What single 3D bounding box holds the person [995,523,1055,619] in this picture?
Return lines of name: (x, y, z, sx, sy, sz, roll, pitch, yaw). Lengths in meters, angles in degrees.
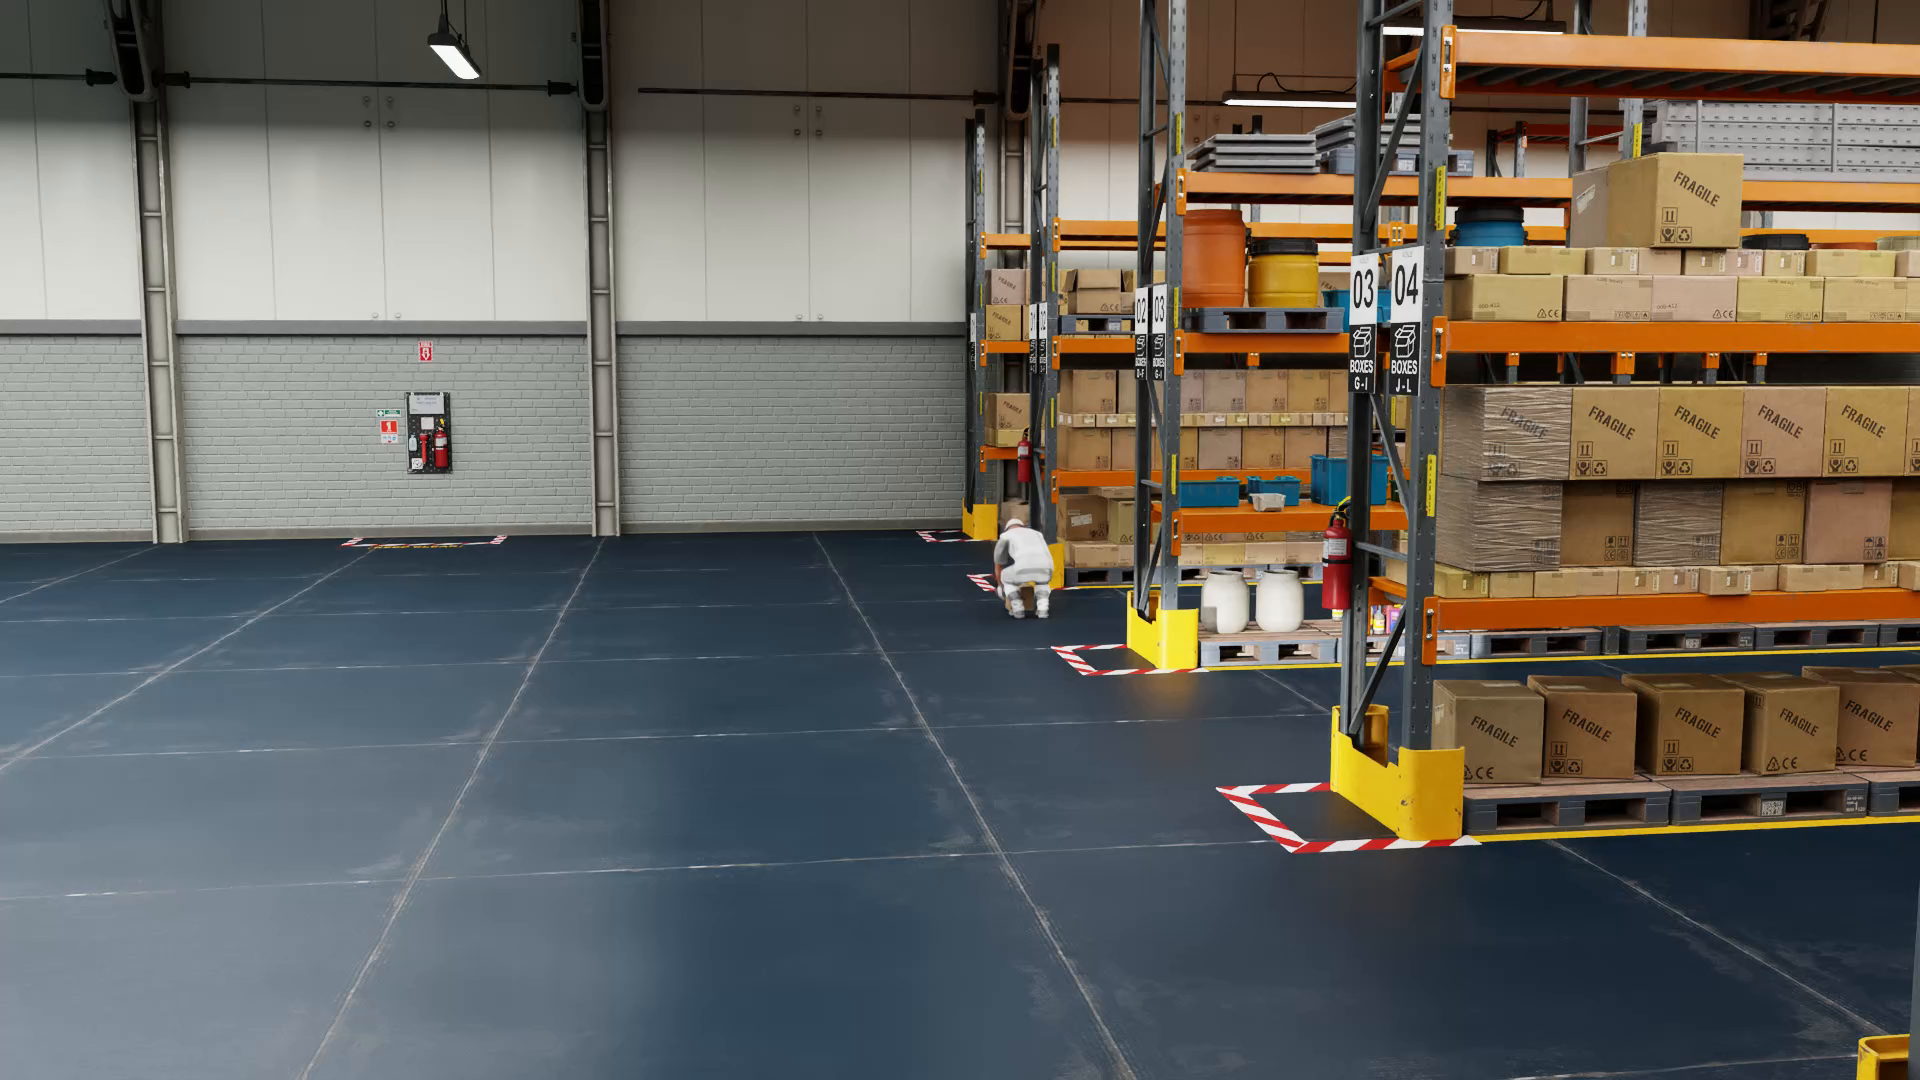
person: (0.656, 0.308, 16.840, 0.573, 0.907, 0.887, -1, 6, -9)
